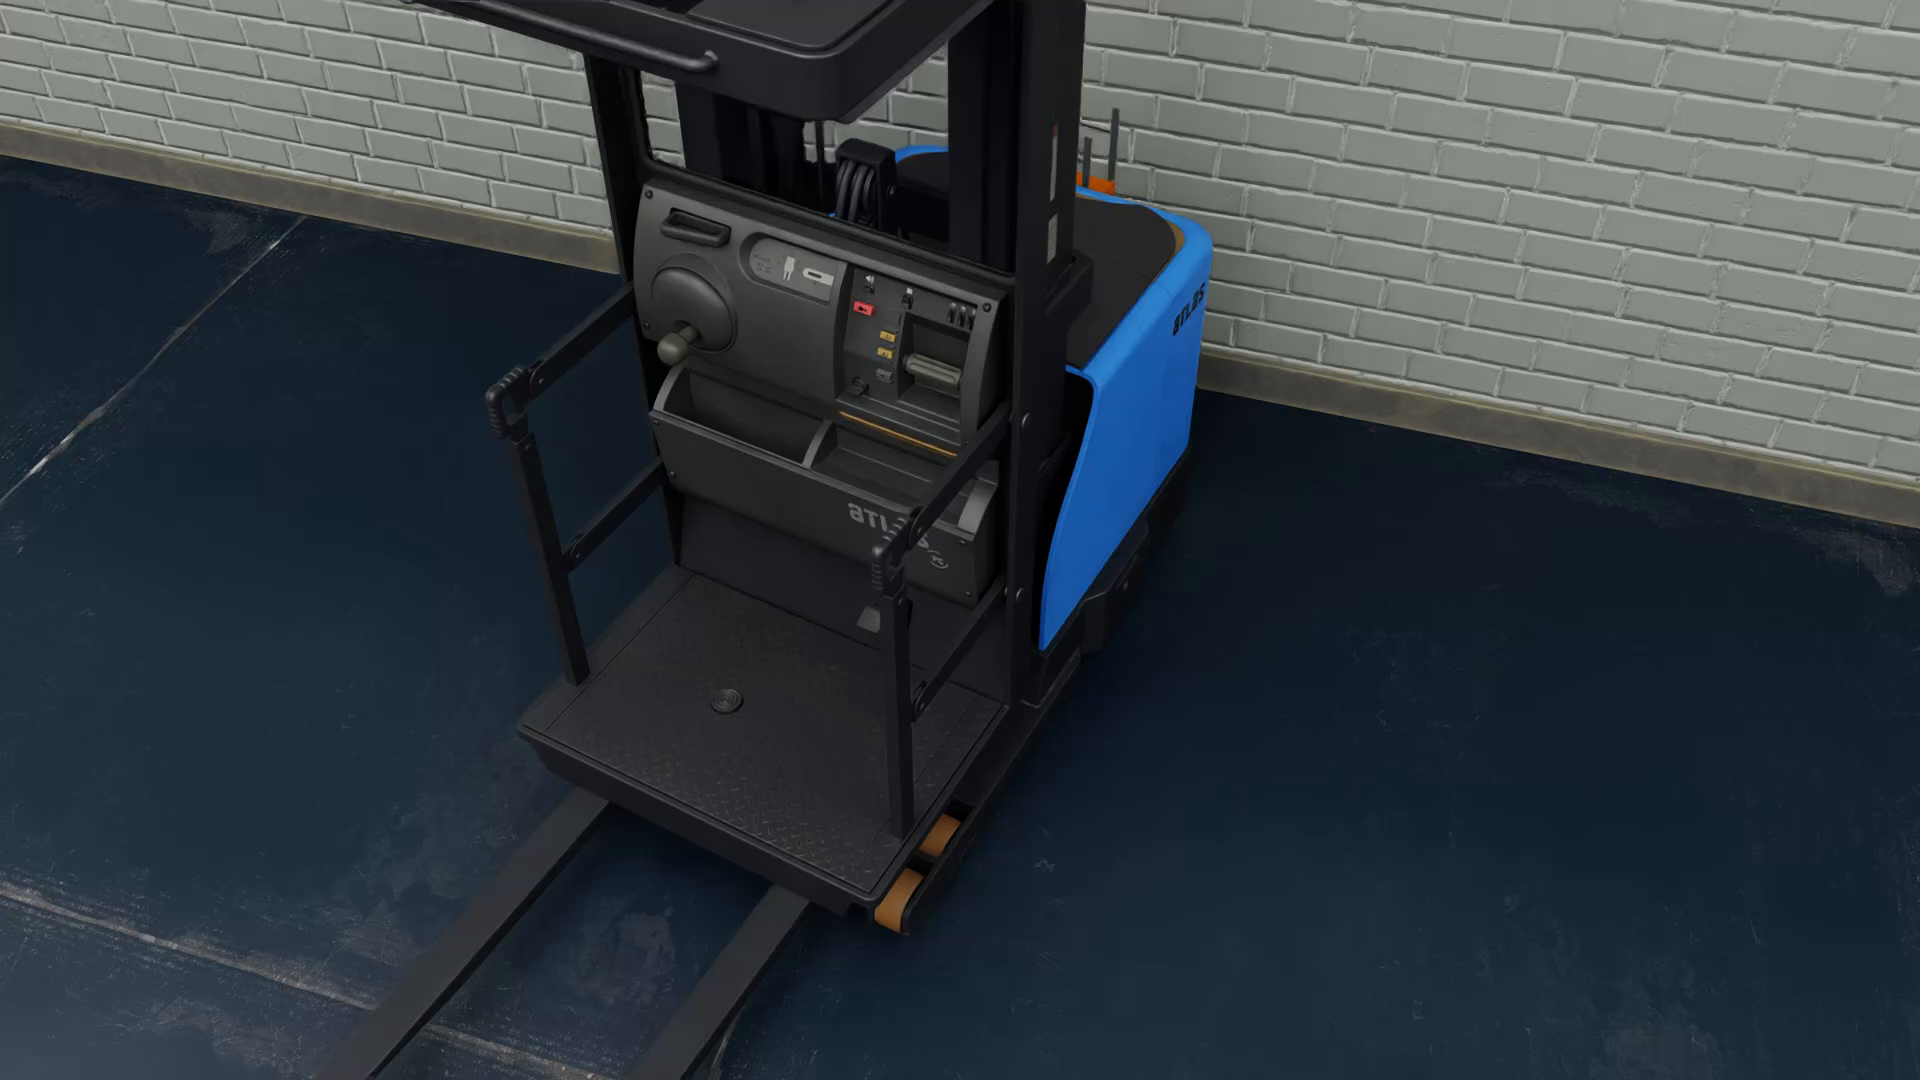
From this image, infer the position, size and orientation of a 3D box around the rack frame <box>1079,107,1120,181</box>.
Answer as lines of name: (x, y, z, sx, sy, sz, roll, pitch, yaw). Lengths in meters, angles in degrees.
rack frame: (0.356, -0.856, 5.267, 0.240, 1.200, 0.006, 21, 48, 20)

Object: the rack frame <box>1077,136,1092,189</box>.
rack frame: (0.267, -0.744, 5.153, 0.240, 1.200, 0.006, 21, 48, 20)

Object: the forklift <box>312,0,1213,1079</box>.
forklift: (-0.441, -0.421, 3.585, 1.130, 2.935, 3.031, 21, 48, 20)

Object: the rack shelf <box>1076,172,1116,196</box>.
rack shelf: (0.311, -1.026, 4.989, 0.258, 0.103, 0.180, 21, 48, 20)

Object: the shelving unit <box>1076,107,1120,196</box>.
shelving unit: (0.311, -0.800, 5.210, 0.258, 1.200, 0.189, 21, 48, 20)
